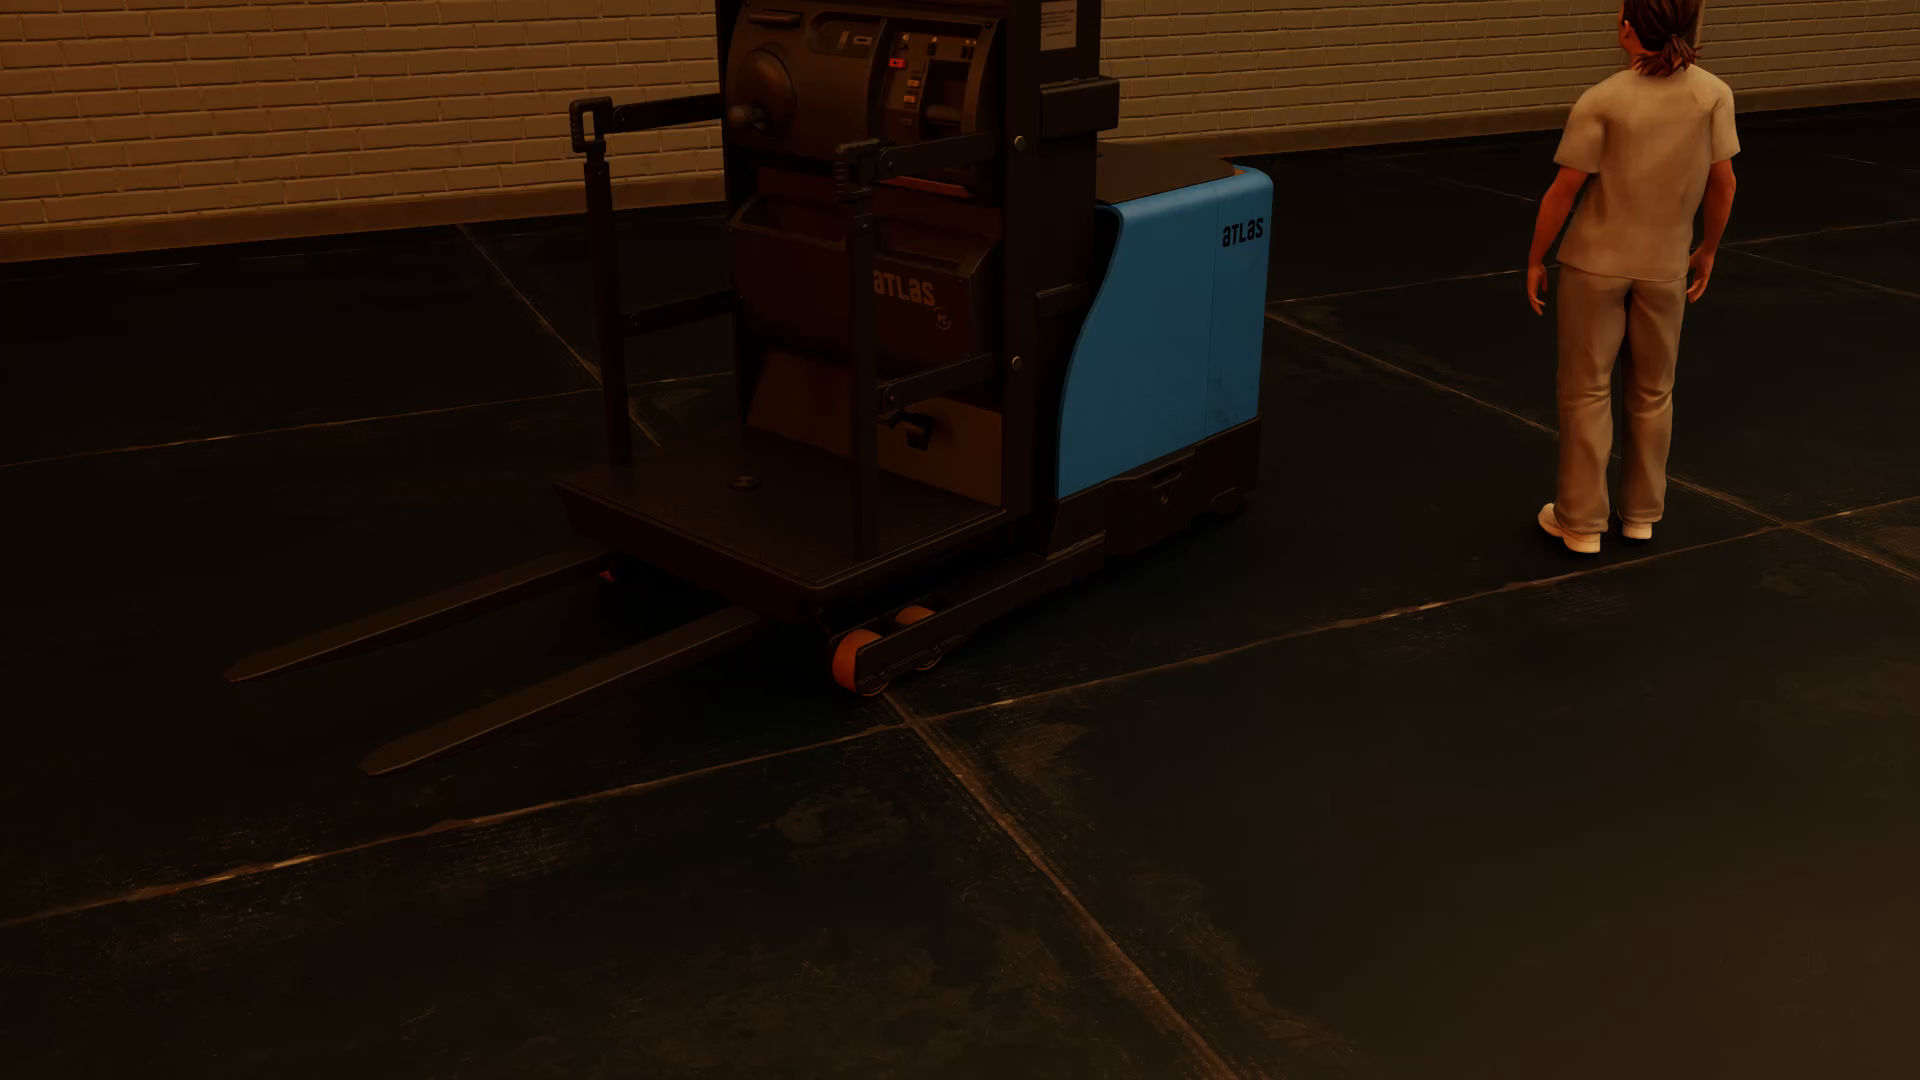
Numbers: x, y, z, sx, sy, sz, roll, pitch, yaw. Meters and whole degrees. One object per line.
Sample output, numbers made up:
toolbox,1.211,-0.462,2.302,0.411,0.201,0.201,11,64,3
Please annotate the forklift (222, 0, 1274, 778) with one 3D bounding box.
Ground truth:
forklift,-0.413,-1.182,4.131,1.130,2.935,3.031,19,29,39

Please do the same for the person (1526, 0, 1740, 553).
person,1.891,-0.777,4.773,0.551,1.673,0.548,1,23,3
